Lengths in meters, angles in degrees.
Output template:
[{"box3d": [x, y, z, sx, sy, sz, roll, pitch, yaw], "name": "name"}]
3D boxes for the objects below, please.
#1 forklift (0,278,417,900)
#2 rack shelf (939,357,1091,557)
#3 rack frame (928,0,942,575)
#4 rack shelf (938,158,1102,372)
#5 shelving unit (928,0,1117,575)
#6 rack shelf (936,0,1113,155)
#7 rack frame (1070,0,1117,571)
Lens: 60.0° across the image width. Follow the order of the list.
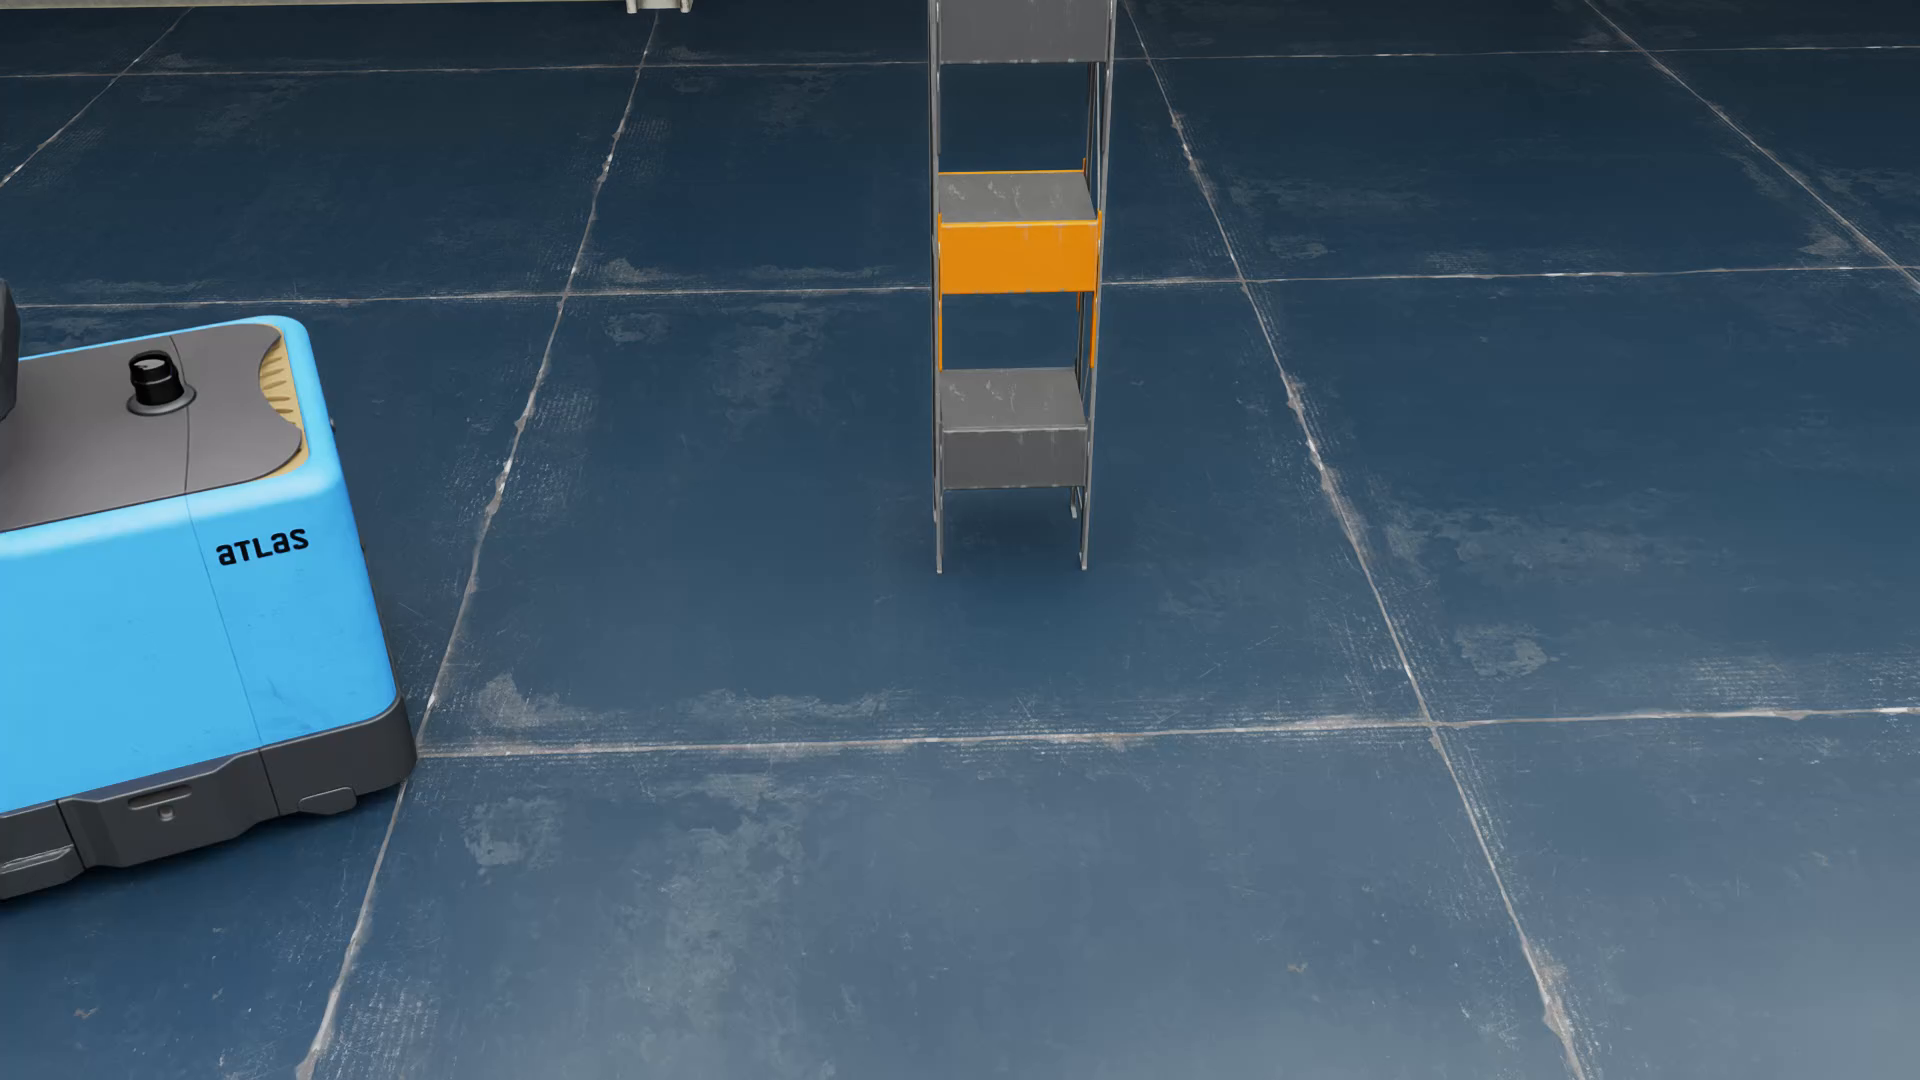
[{"box3d": [-3.103, -0.407, 3.763, 3.031, 2.935, 1.130, -14, 37, -19], "name": "forklift"}, {"box3d": [0.165, -0.281, 5.565, 0.480, 0.518, 0.431, -2, 35, -2], "name": "rack shelf"}, {"box3d": [-0.078, -0.861, 5.149, 0.015, 2.100, 0.400, -2, 35, -2], "name": "rack frame"}, {"box3d": [0.165, -0.857, 5.167, 0.480, 0.518, 0.431, -2, 35, -2], "name": "rack shelf"}, {"box3d": [0.165, -0.868, 5.159, 0.503, 2.100, 0.431, -2, 35, -2], "name": "shelving unit"}, {"box3d": [0.165, -1.432, 4.768, 0.480, 0.518, 0.431, -2, 35, -2], "name": "rack shelf"}, {"box3d": [0.409, -0.874, 5.168, 0.015, 2.100, 0.400, -2, 35, -2], "name": "rack frame"}]
